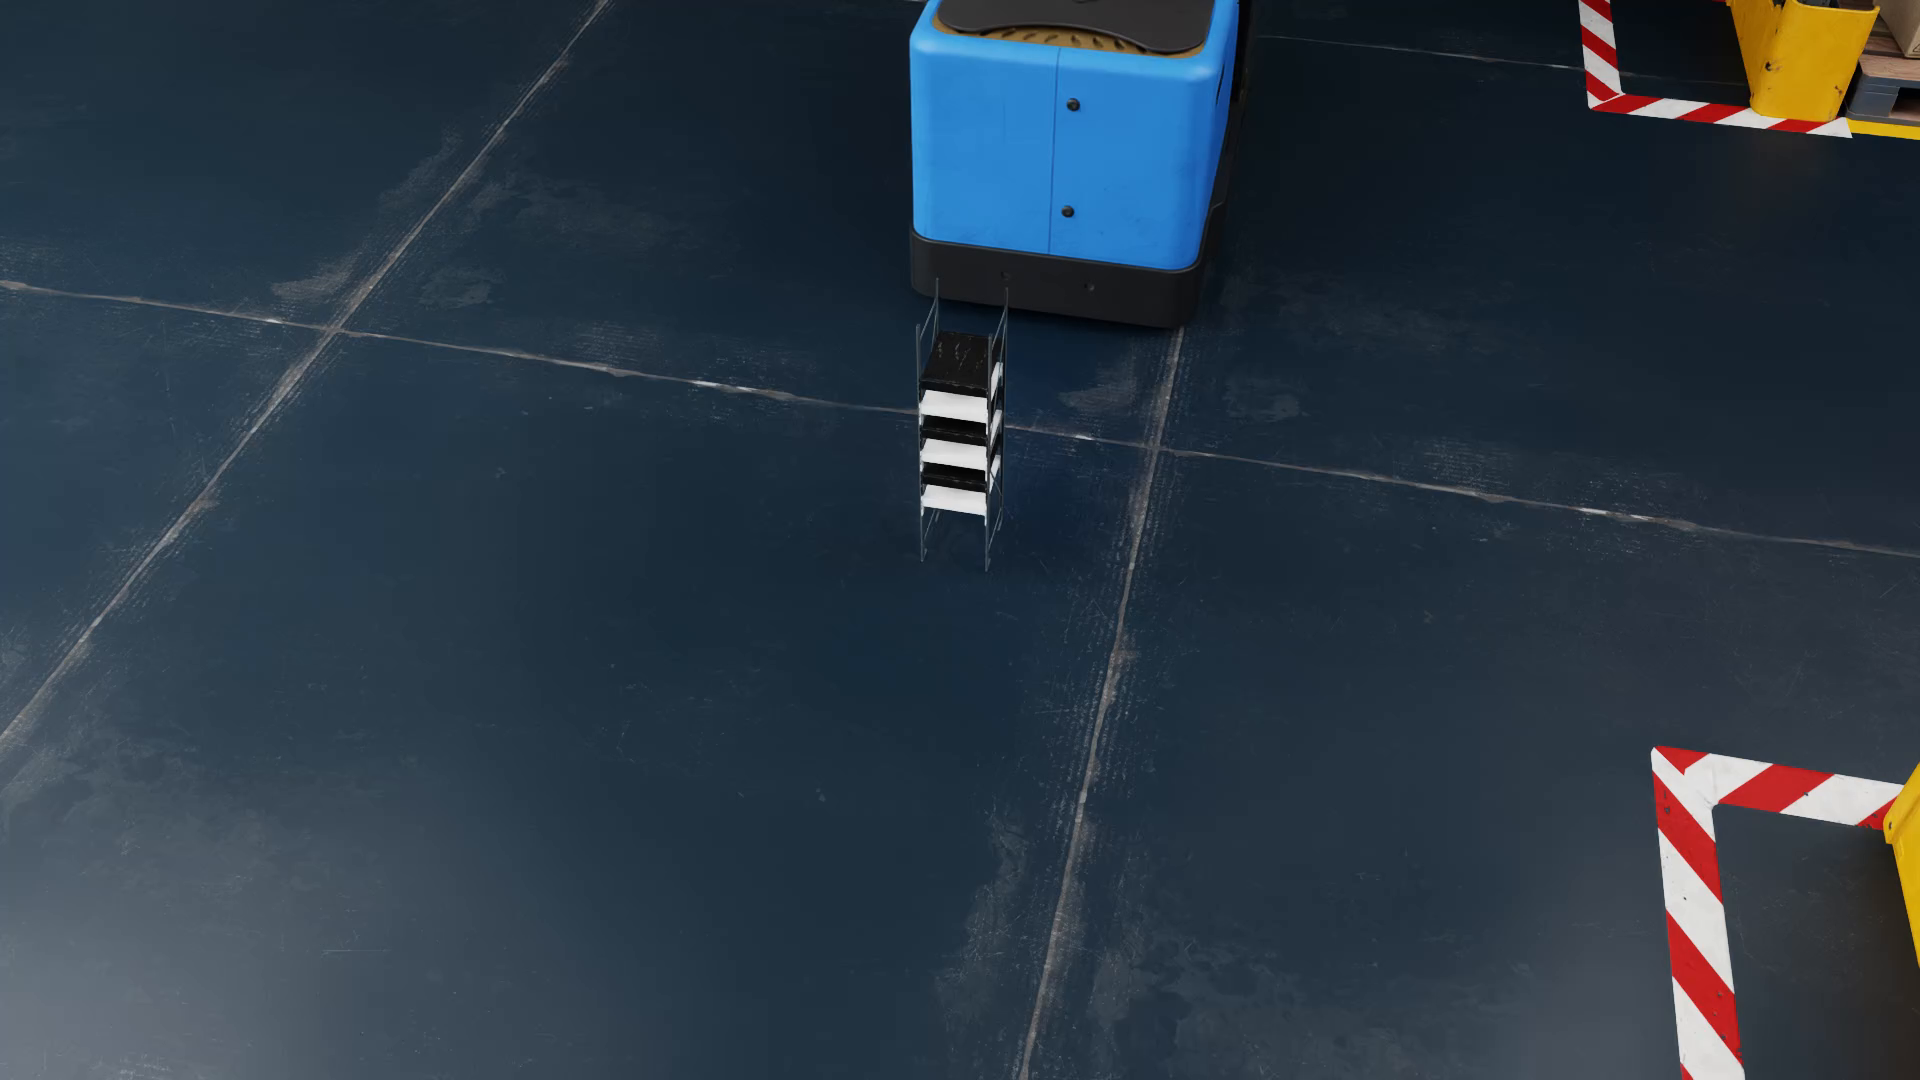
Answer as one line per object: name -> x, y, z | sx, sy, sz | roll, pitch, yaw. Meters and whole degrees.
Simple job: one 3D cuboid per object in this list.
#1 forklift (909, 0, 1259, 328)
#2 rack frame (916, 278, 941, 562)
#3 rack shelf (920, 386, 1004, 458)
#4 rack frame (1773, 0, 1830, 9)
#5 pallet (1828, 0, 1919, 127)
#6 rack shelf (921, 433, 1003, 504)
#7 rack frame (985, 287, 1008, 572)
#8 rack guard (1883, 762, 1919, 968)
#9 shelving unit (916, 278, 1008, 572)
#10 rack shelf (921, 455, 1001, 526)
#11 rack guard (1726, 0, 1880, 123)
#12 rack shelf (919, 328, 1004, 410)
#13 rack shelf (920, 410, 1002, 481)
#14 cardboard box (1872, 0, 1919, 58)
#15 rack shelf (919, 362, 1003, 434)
forklift -> 0.645, -2.848, 6.096 | 1.130, 2.935, 3.031 | 9, 45, 9
rack frame -> -0.091, -0.338, 4.953 | 0.006, 0.900, 0.240 | 9, 45, 9
rack shelf -> 0.008, -0.364, 4.897 | 0.200, 0.077, 0.258 | 9, 45, 9
rack frame -> 3.630, -3.287, 6.502 | 0.127, 3.000, 1.000 | 9, 45, 9
pallet -> 4.489, -2.124, 7.305 | 1.213, 0.211, 1.003 | 9, 45, 9
rack shelf -> 0.008, -0.234, 5.022 | 0.200, 0.077, 0.258 | 9, 45, 9
rack frame -> 0.107, -0.308, 4.921 | 0.006, 0.900, 0.240 | 9, 45, 9
rack guard -> 2.528, 0.963, 3.889 | 0.348, 0.500, 1.175 | 9, 45, 9
shelving unit -> 0.008, -0.323, 4.937 | 0.210, 0.900, 0.258 | 9, 45, 9
rack shelf -> 0.008, -0.169, 5.085 | 0.200, 0.077, 0.258 | 9, 45, 9
rack guard -> 3.704, -2.375, 7.357 | 0.348, 0.500, 1.175 | 9, 45, 9
rack shelf -> 0.008, -0.493, 4.773 | 0.200, 0.077, 0.258 | 9, 45, 9
rack shelf -> 0.008, -0.299, 4.960 | 0.200, 0.077, 0.258 | 9, 45, 9
cardboard box -> 4.285, -2.311, 7.110 | 0.500, 0.311, 0.500 | 4, 44, 4
rack shelf -> 0.008, -0.429, 4.835 | 0.200, 0.077, 0.258 | 9, 45, 9
